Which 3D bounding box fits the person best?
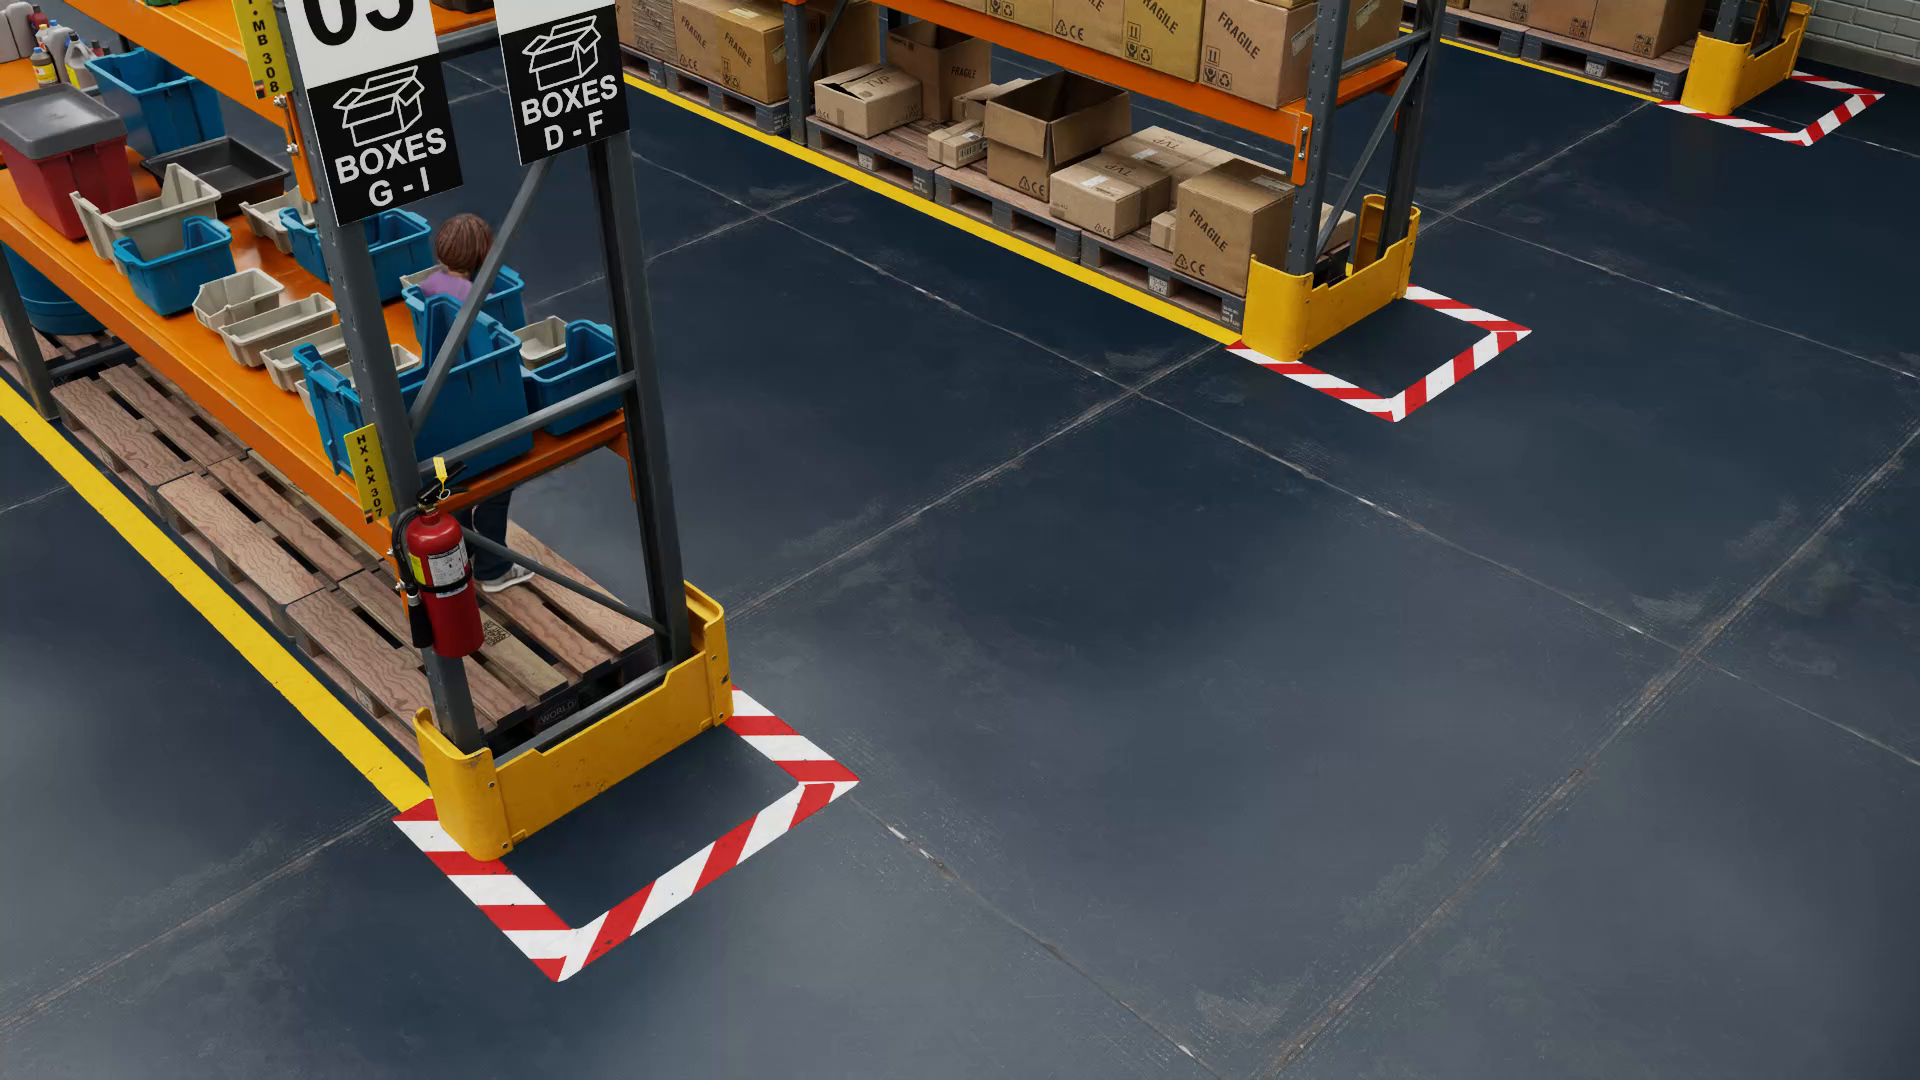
[{"bbox_3d":[-1.917,-0.523,6.563,0.372,1.555,0.524,25,43,30],"label":"person"}]
